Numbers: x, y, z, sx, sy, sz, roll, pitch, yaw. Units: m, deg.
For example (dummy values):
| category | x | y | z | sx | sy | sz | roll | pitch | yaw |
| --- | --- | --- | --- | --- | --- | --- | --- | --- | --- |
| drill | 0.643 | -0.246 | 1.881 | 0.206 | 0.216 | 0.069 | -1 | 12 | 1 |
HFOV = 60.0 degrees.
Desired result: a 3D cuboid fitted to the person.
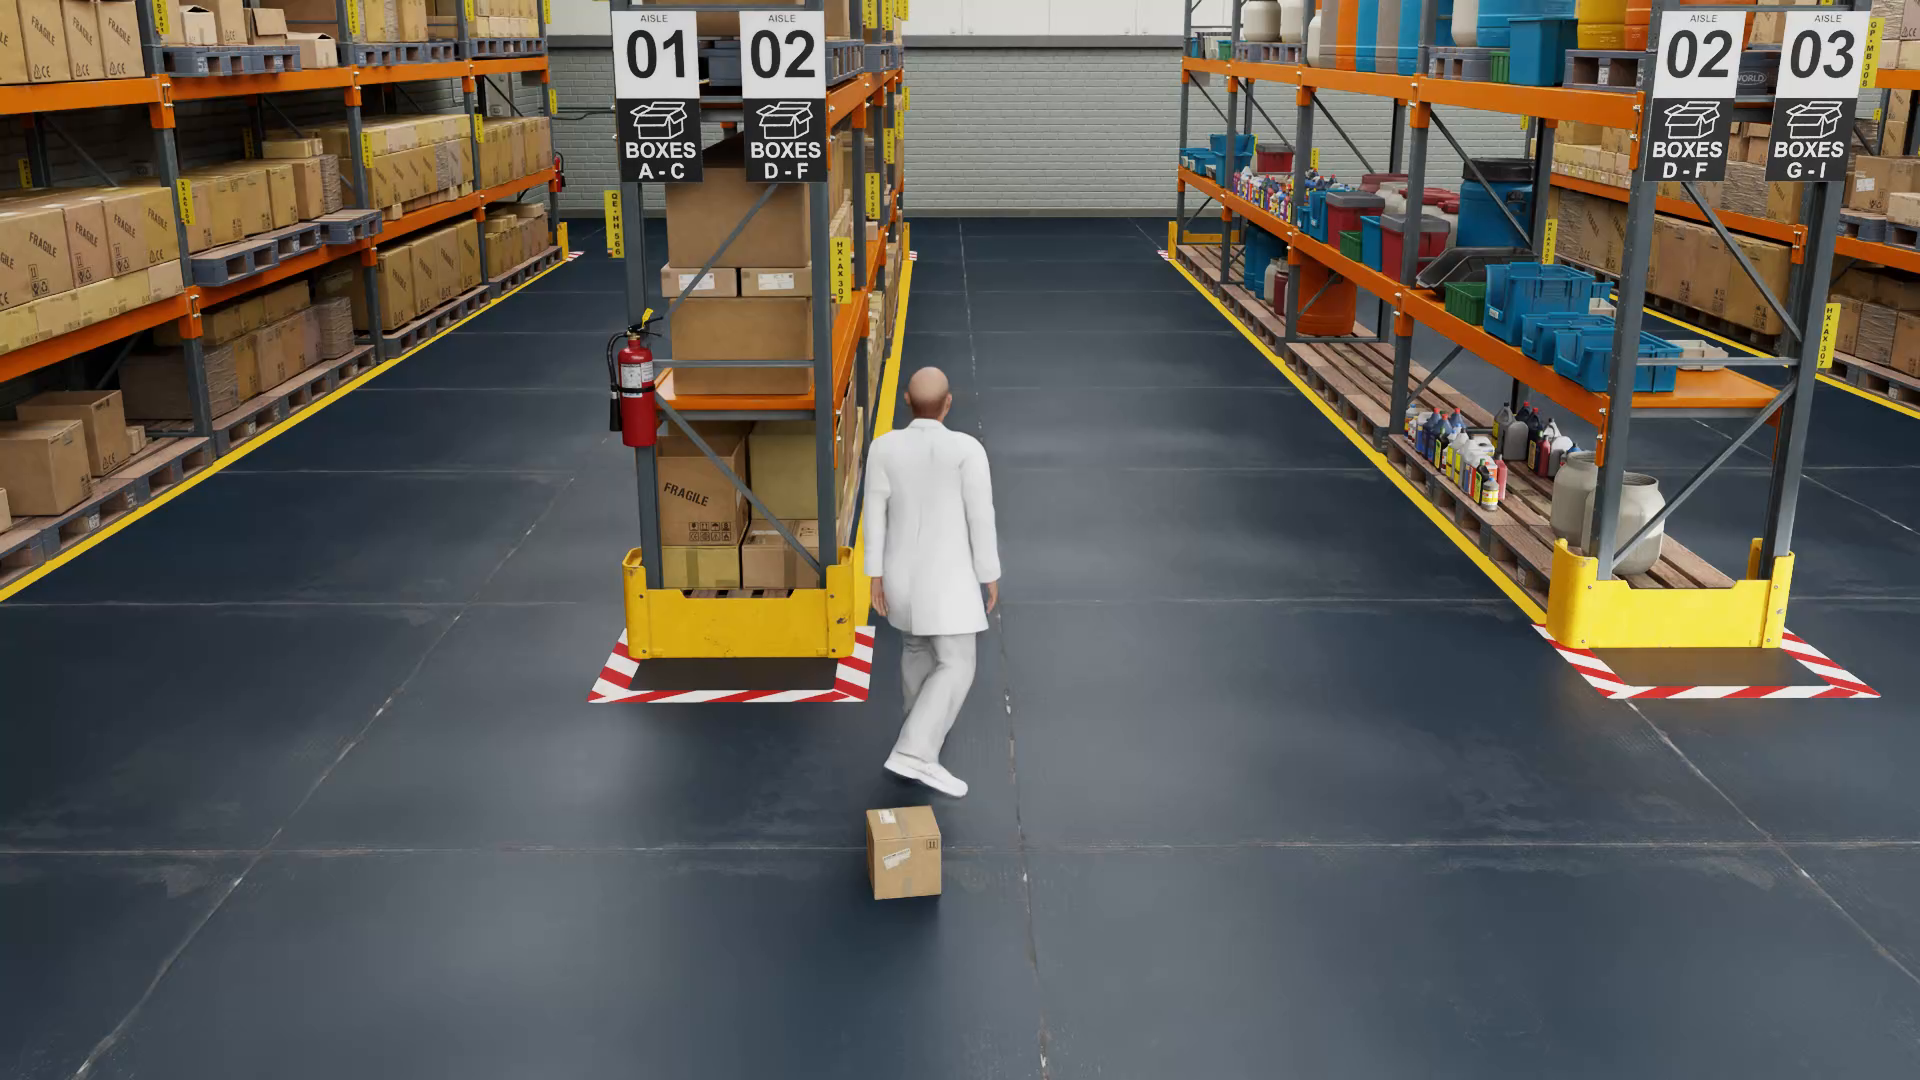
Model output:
| category | x | y | z | sx | sy | sz | roll | pitch | yaw |
| --- | --- | --- | --- | --- | --- | --- | --- | --- | --- |
| person | -0.135 | 0.169 | 6.972 | 0.619 | 1.762 | 0.955 | 8 | 19 | 25 |
